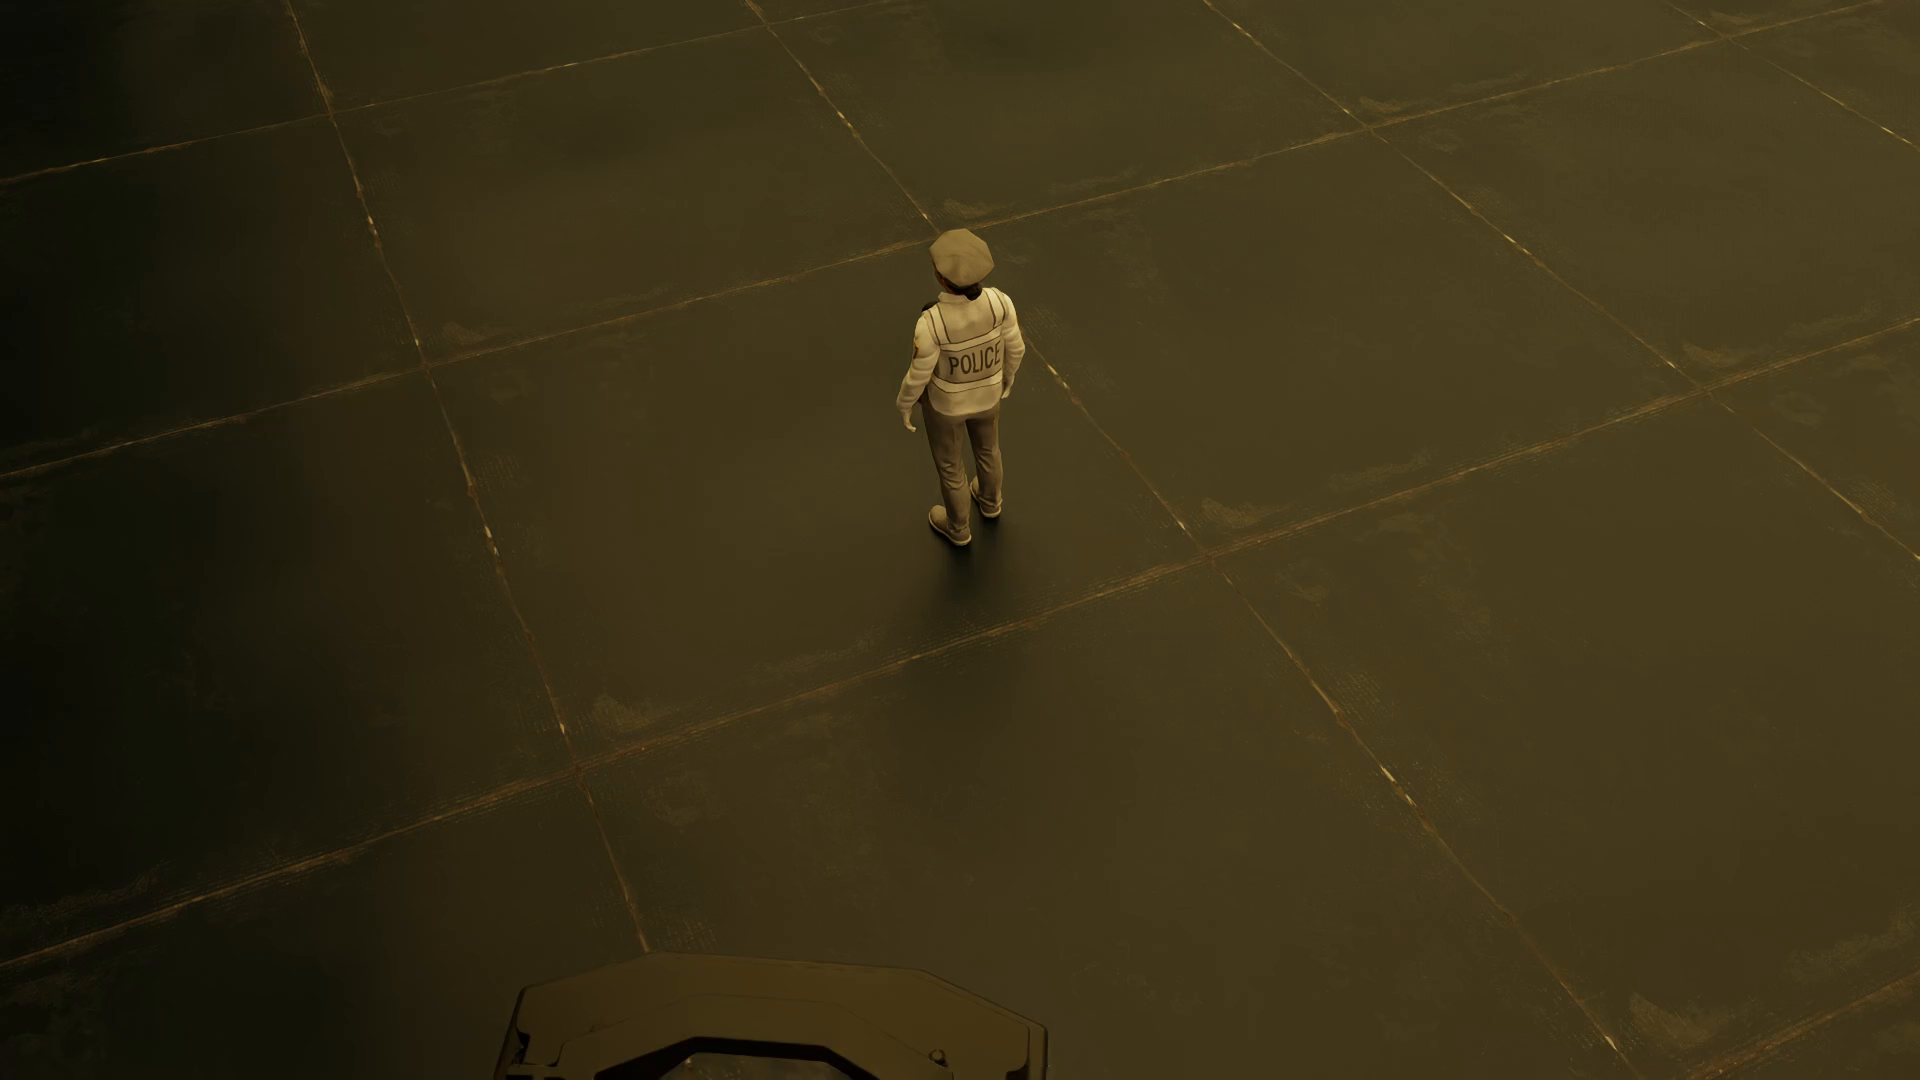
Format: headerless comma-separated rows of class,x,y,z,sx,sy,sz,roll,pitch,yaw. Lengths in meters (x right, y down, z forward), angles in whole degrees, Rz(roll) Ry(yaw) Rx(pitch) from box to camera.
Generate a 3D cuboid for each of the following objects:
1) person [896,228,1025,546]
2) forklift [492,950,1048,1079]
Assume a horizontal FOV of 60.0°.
person,-0.022,-0.669,7.293,0.586,1.694,0.530,-18,46,-18
forklift,-0.370,2.270,3.247,1.130,2.935,3.031,3,43,4
